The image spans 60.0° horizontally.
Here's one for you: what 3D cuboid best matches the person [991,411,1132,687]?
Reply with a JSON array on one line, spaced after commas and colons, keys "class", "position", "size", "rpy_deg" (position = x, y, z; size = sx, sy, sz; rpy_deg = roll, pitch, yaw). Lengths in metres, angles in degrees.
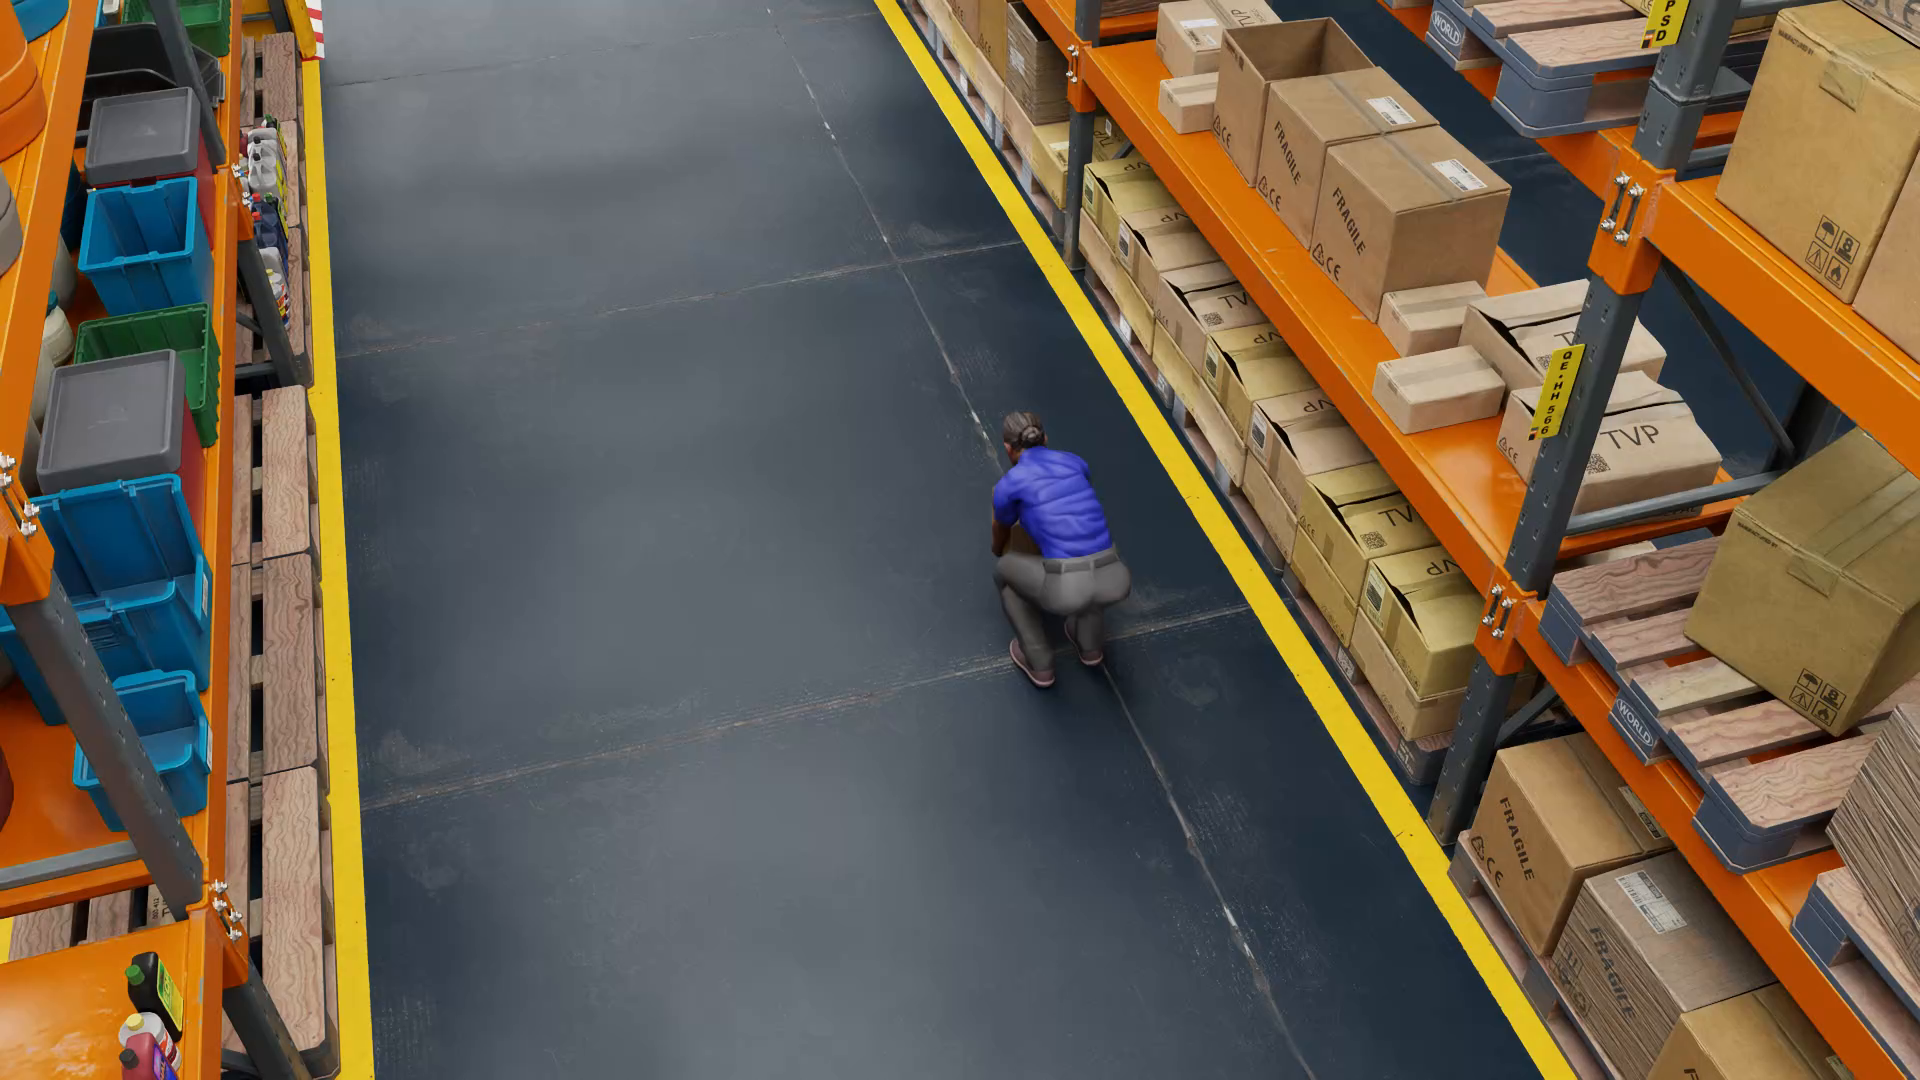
[{"class": "person", "position": [0.367, 0.052, 6.645], "size": [0.463, 0.940, 0.854], "rpy_deg": [-13, 44, -14]}]
